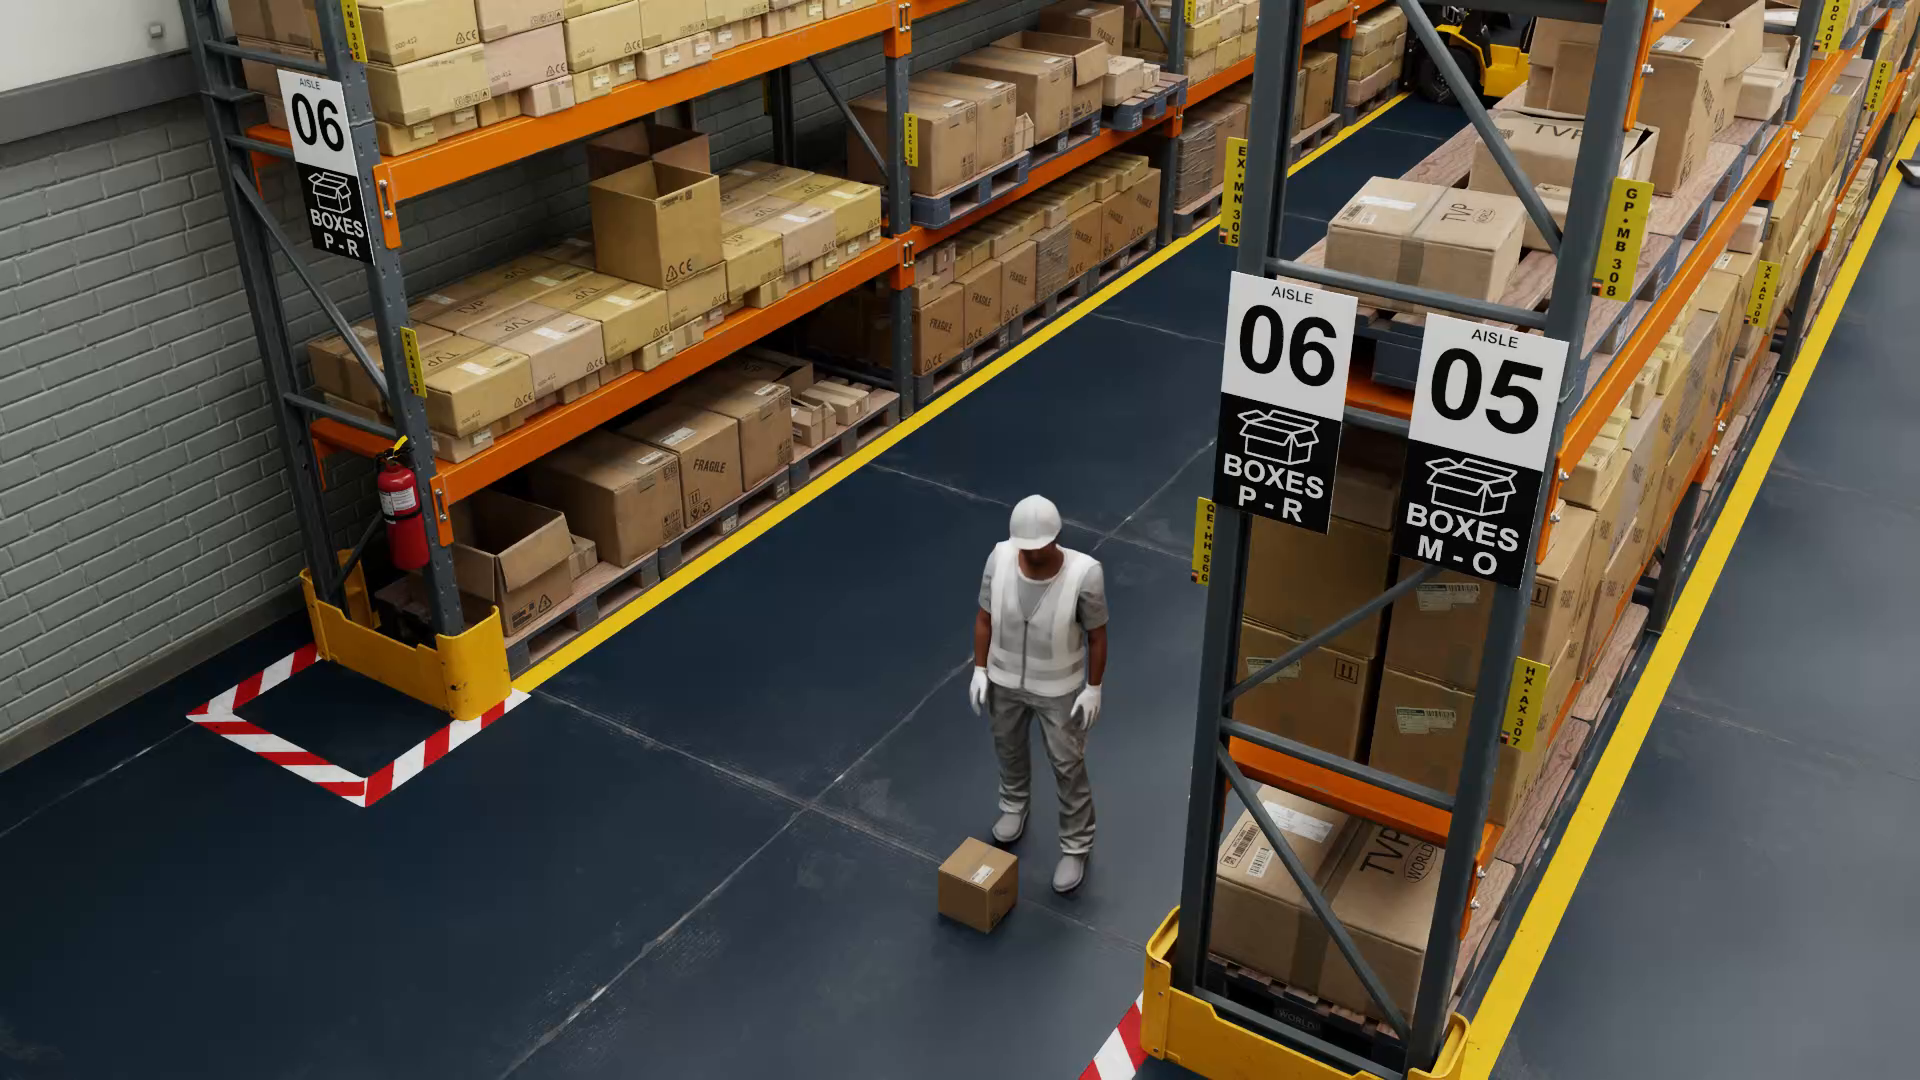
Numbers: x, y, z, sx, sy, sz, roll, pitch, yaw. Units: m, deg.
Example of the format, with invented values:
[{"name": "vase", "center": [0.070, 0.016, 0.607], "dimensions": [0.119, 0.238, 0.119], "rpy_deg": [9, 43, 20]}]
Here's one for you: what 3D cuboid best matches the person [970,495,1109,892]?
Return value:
[{"name": "person", "center": [0.326, 0.625, 7.089], "dimensions": [0.581, 1.796, 0.487], "rpy_deg": [12, 32, 19]}]
